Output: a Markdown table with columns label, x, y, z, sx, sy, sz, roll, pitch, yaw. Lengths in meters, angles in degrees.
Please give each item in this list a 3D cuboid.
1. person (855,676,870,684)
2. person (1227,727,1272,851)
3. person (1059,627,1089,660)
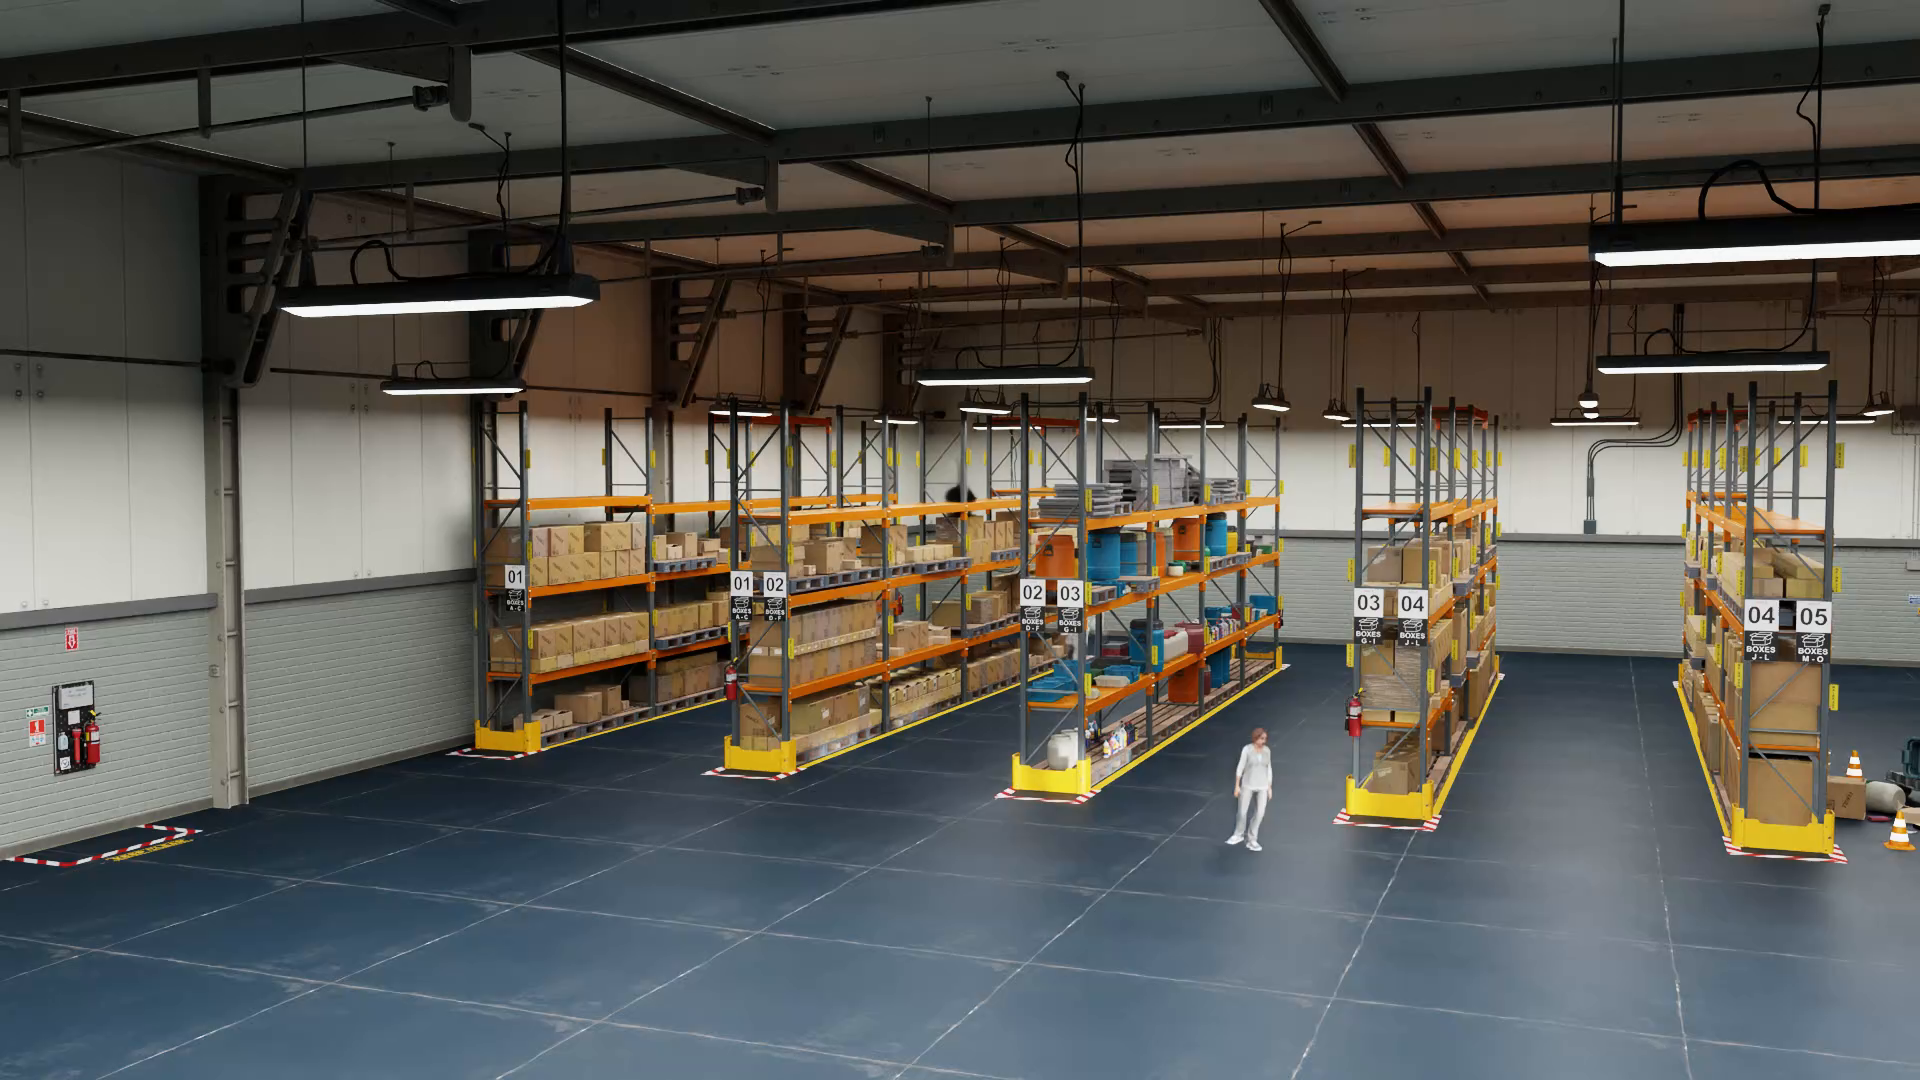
| label | x | y | z | sx | sy | sz | roll | pitch | yaw |
| --- | --- | --- | --- | --- | --- | --- | --- | --- | --- |
| person | -2.155 | 2.351 | 36.226 | 0.659 | 1.799 | 0.833 | 1 | 3 | 24 |
| person | 3.712 | 3.177 | 21.284 | 0.540 | 1.576 | 0.432 | 0 | 3 | -10 |
| person | 2.524 | 2.355 | 36.890 | 0.588 | 1.742 | 0.844 | 1 | 3 | 21 |
